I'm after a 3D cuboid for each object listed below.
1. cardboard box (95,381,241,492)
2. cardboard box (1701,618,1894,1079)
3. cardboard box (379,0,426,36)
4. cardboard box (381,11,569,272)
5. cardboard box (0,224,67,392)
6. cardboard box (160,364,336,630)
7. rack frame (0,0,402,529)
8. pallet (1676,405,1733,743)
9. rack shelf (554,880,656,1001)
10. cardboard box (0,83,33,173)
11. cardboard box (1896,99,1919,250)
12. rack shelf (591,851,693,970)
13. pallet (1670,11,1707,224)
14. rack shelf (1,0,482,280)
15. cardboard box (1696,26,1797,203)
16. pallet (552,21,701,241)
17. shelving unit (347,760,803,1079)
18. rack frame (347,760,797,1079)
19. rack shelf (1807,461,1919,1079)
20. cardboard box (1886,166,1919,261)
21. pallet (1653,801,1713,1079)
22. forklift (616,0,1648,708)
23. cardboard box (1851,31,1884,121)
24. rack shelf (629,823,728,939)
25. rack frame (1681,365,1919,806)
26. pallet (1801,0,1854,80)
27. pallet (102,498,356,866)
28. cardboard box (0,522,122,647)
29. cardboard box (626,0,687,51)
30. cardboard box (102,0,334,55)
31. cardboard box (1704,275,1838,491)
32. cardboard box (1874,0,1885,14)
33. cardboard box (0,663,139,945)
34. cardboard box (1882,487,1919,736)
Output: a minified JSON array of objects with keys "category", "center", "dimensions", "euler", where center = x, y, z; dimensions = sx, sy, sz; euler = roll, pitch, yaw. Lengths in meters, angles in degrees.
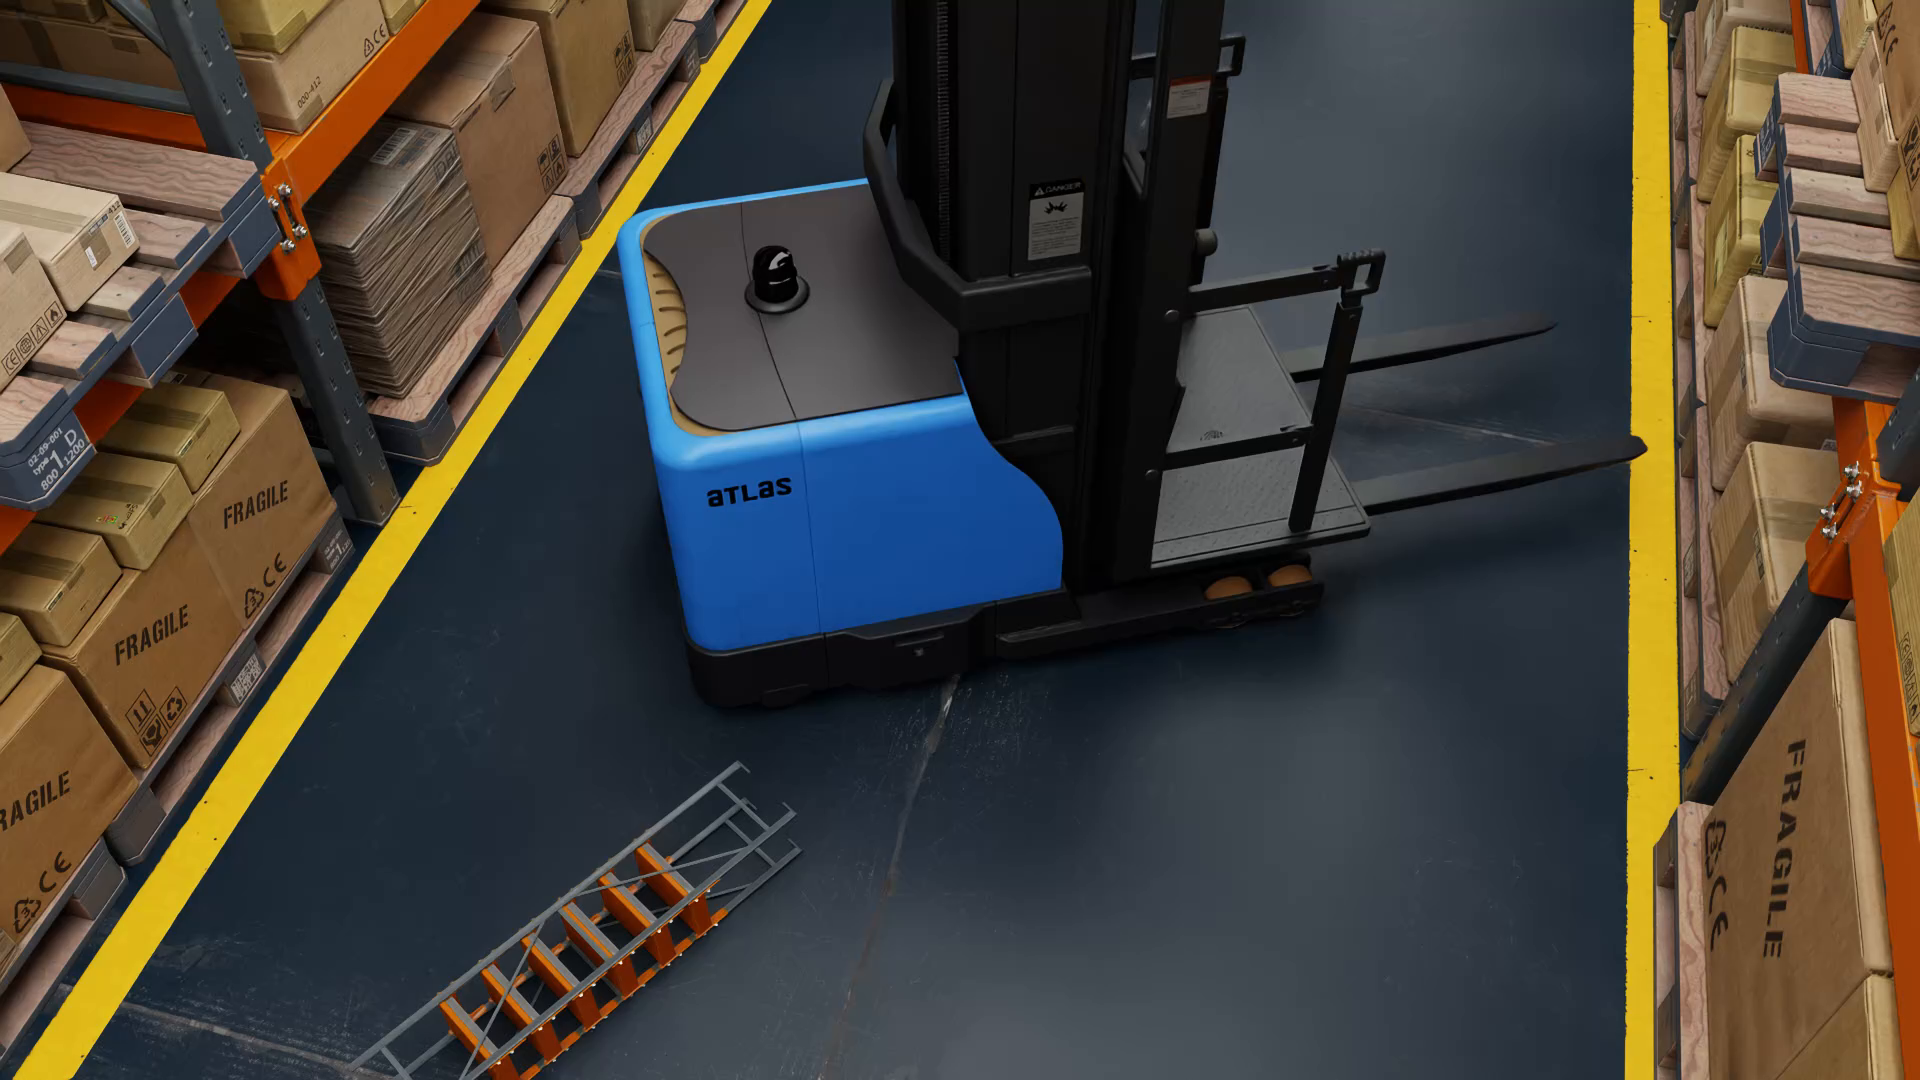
[{"category":"cardboard box","center":[-2.183,-0.292,4.461],"dimensions":[0.380,0.149,0.250],"euler":[9,49,8]},{"category":"cardboard box","center":[2.230,0.851,3.635],"dimensions":[0.875,0.875,0.875],"euler":[11,50,10]},{"category":"cardboard box","center":[-1.808,-1.759,4.901],"dimensions":[0.500,0.250,0.500],"euler":[11,49,9]},{"category":"cardboard box","center":[-1.956,-1.448,5.832],"dimensions":[0.875,0.625,0.625],"euler":[13,50,11]},{"category":"cardboard box","center":[-2.263,-0.435,3.453],"dimensions":[0.500,0.250,0.500],"euler":[9,49,8]},{"category":"cardboard box","center":[-2.202,-0.136,4.757],"dimensions":[0.500,0.500,0.500],"euler":[13,50,11]},{"category":"rack frame","center":[-2.298,-1.173,4.284],"dimensions":[1.000,3.000,0.127],"euler":[12,50,10]},{"category":"pallet","center":[2.699,0.162,4.966],"dimensions":[1.003,0.211,1.213],"euler":[12,50,10]},{"category":"rack shelf","center":[-0.902,1.015,4.223],"dimensions":[0.258,0.180,0.103],"euler":[37,58,28]},{"category":"cardboard box","center":[-2.584,-1.003,3.788],"dimensions":[0.500,0.500,0.500],"euler":[14,50,12]},{"category":"cardboard box","center":[2.343,-0.850,3.454],"dimensions":[0.500,0.500,0.500],"euler":[10,49,9]},{"category":"rack shelf","center":[-0.817,0.950,4.279],"dimensions":[0.258,0.180,0.103],"euler":[37,58,28]},{"category":"pallet","center":[3.341,-1.603,6.524],"dimensions":[1.003,0.211,1.213],"euler":[12,50,10]},{"category":"rack shelf","center":[-1.771,-2.381,5.831],"dimensions":[1.077,0.370,4.000],"euler":[12,50,10]},{"category":"cardboard box","center":[3.223,-1.458,6.009],"dimensions":[0.950,0.372,0.625],"euler":[14,50,12]},{"category":"pallet","center":[-1.720,-1.717,6.625],"dimensions":[1.003,0.211,1.213],"euler":[12,50,10]},{"category":"shelving unit","center":[-0.933,1.039,4.202],"dimensions":[0.258,0.189,1.200],"euler":[37,58,28]},{"category":"rack frame","center":[-0.933,0.979,4.134],"dimensions":[0.240,0.006,1.200],"euler":[37,58,28]},{"category":"rack shelf","center":[1.966,1.489,2.415],"dimensions":[1.077,0.370,4.000],"euler":[12,50,10]},{"category":"cardboard box","center":[2.352,-0.743,3.793],"dimensions":[0.380,0.149,0.250],"euler":[12,50,11]},{"category":"pallet","center":[2.212,1.282,3.978],"dimensions":[1.003,0.211,1.213],"euler":[12,50,10]},{"category":"forklift","center":[0.606,-1.080,4.248],"dimensions":[3.031,2.935,1.130],"euler":[-10,49,-9]},{"category":"cardboard box","center":[2.449,-1.115,4.121],"dimensions":[0.380,0.149,0.250],"euler":[9,49,8]},{"category":"rack shelf","center":[-0.733,0.886,4.335],"dimensions":[0.258,0.180,0.103],"euler":[37,58,28]},{"category":"rack frame","center":[2.492,-0.196,3.422],"dimensions":[1.000,3.000,0.127],"euler":[12,50,10]},{"category":"pallet","center":[2.973,-1.572,4.765],"dimensions":[1.003,0.211,1.213],"euler":[12,50,10]},{"category":"pallet","center":[-2.531,0.283,4.860],"dimensions":[1.003,0.211,1.213],"euler":[12,50,10]},{"category":"cardboard box","center":[-2.337,0.093,4.121],"dimensions":[0.380,0.149,0.250],"euler":[10,49,9]},{"category":"cardboard box","center":[-1.583,-2.480,6.742],"dimensions":[0.875,0.625,0.625],"euler":[11,50,10]},{"category":"cardboard box","center":[-1.921,-1.556,4.389],"dimensions":[0.500,0.250,0.500],"euler":[12,50,10]},{"category":"cardboard box","center":[2.837,-0.407,5.081],"dimensions":[0.950,0.372,0.625],"euler":[11,49,9]},{"category":"cardboard box","center":[2.601,-1.591,4.109],"dimensions":[0.500,0.500,0.500],"euler":[9,49,7]},{"category":"cardboard box","center":[-2.479,0.603,4.104],"dimensions":[0.500,0.500,0.500],"euler":[14,50,12]},{"category":"cardboard box","center":[2.120,0.158,3.210],"dimensions":[0.500,0.250,0.500],"euler":[11,49,9]}]
